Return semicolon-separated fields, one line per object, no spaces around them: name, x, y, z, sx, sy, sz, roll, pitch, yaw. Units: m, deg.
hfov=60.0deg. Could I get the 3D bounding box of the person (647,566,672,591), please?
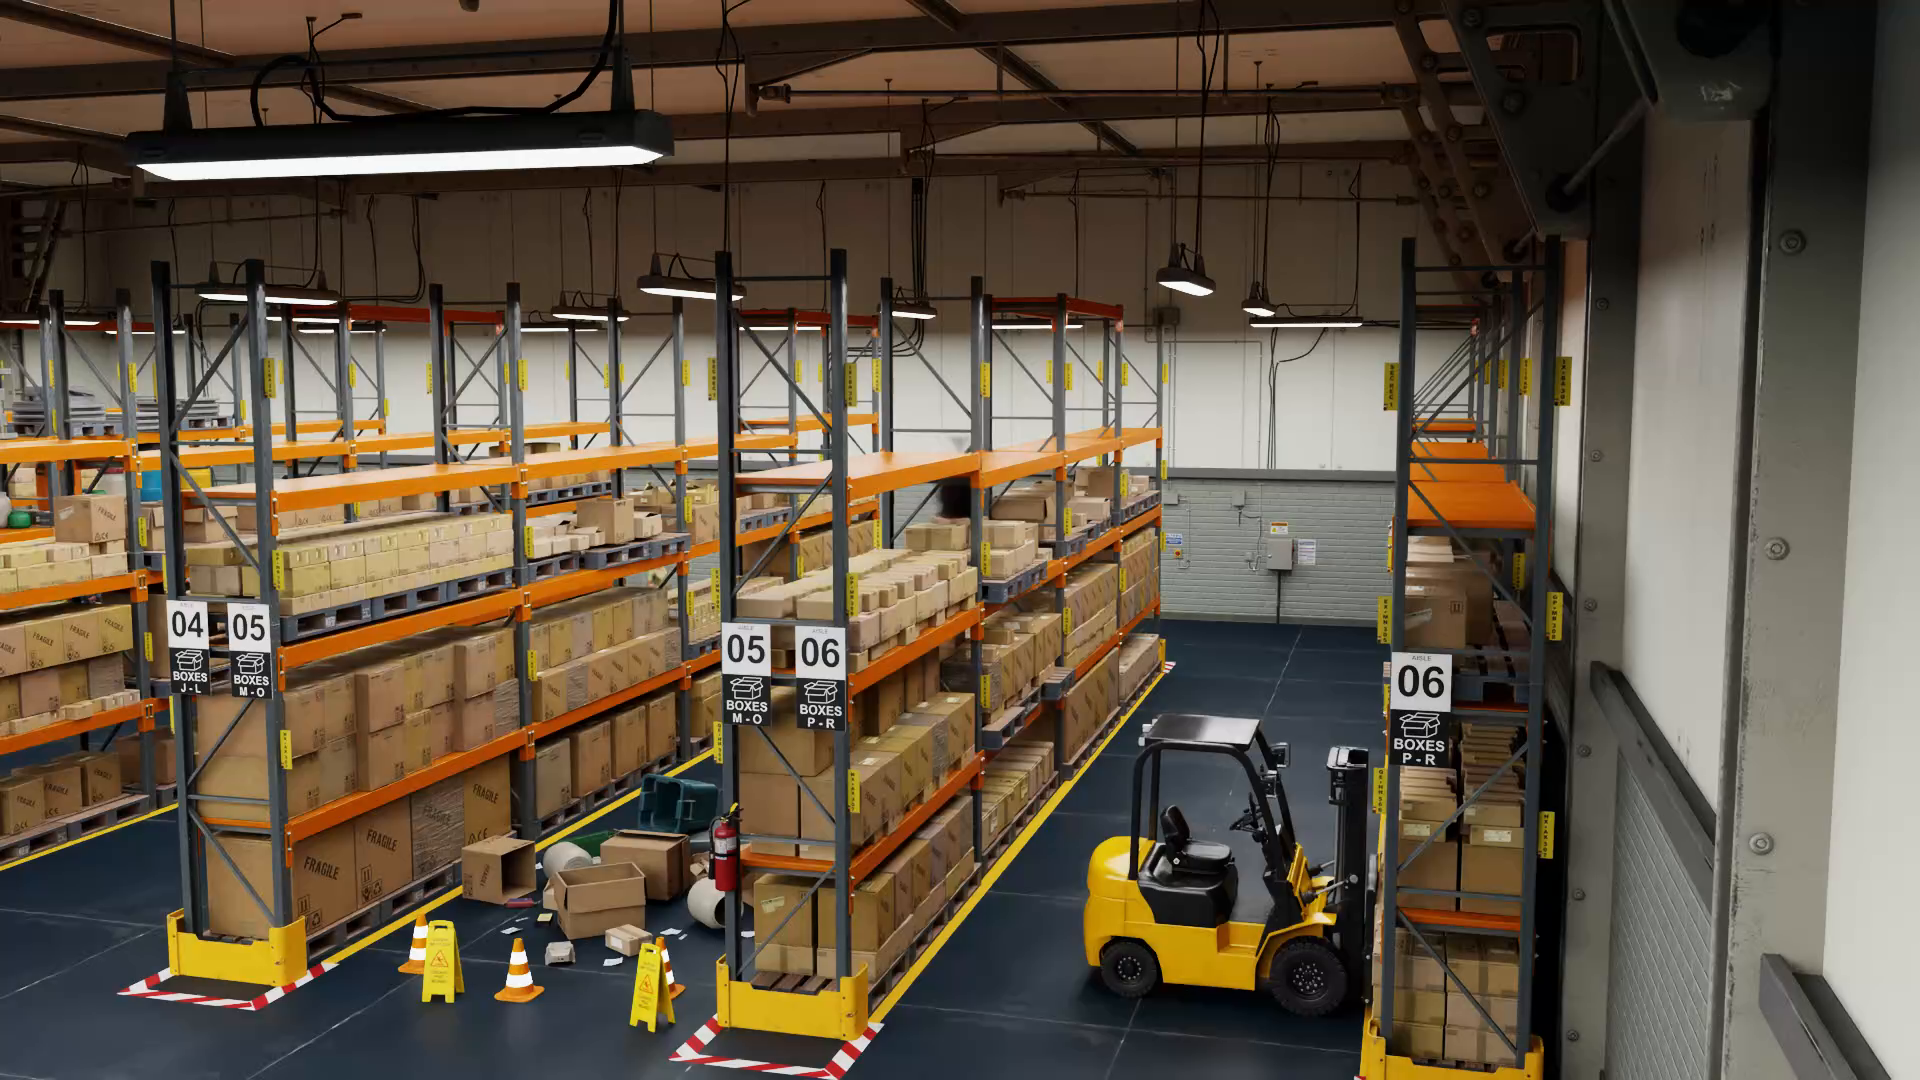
person;-5.641;1.028;31.584;0.506;1.574;0.686;5;8;39
